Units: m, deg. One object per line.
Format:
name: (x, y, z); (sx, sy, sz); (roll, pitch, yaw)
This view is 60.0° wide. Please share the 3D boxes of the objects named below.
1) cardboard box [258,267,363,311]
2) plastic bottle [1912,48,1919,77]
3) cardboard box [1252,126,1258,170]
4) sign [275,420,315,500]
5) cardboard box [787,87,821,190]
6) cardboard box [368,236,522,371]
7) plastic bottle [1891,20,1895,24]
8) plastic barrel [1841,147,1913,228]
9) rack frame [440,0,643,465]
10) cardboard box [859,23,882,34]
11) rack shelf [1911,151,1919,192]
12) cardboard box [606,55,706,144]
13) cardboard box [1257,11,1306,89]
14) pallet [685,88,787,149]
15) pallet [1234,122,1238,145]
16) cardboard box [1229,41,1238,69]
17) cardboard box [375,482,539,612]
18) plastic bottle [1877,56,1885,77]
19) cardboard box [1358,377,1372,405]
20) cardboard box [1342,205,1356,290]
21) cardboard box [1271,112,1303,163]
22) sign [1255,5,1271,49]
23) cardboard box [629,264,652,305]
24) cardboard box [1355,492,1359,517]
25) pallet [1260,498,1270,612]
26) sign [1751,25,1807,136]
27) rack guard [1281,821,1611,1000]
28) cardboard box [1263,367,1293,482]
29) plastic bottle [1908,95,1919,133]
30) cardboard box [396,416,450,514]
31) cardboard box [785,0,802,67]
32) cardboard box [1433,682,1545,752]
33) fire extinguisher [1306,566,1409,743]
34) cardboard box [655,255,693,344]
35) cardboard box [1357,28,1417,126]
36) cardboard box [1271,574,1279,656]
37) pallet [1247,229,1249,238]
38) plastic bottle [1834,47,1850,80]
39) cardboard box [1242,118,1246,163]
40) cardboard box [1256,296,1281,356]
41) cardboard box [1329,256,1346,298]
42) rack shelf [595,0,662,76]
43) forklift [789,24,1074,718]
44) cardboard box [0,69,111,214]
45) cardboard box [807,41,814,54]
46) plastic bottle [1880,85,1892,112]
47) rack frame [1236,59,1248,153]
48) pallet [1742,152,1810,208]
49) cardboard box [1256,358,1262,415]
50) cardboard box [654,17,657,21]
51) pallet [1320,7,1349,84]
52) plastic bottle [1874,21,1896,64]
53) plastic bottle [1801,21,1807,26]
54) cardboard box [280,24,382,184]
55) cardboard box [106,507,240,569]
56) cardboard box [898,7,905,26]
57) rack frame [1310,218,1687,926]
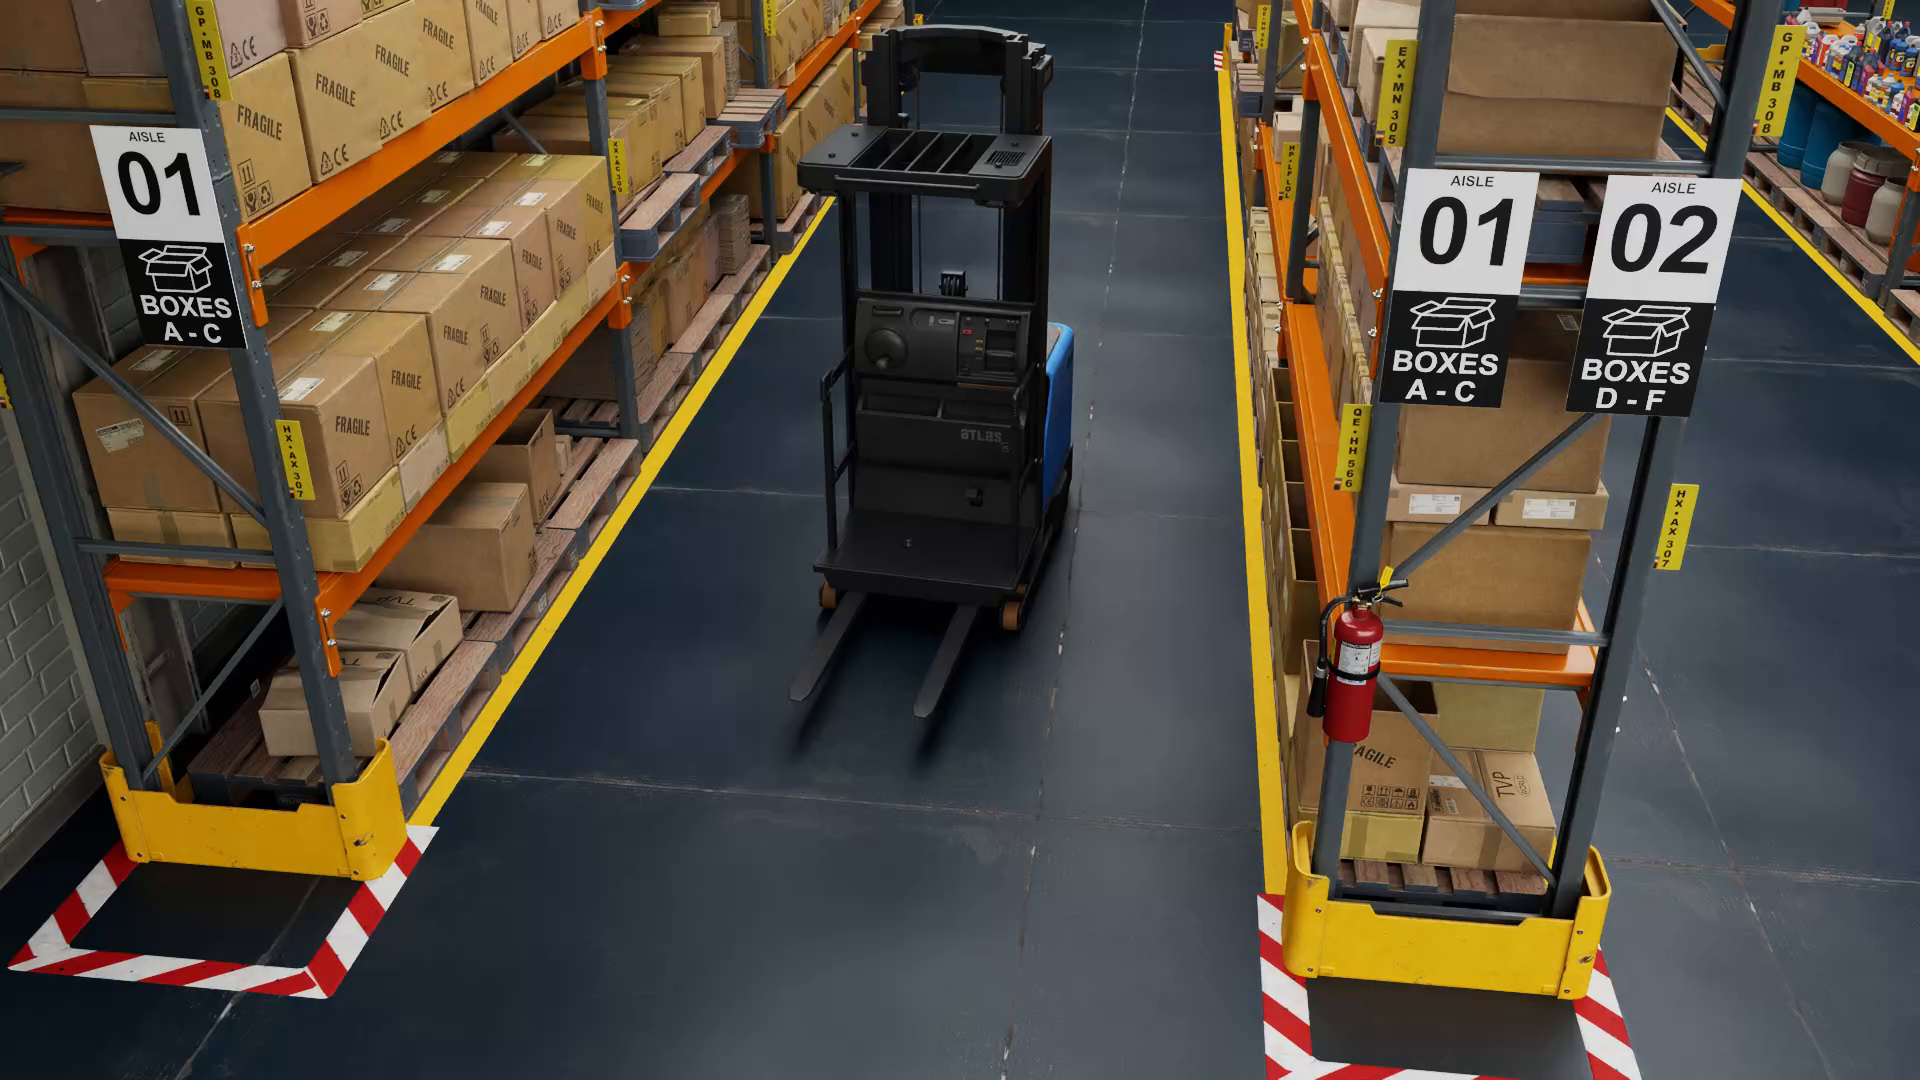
cardboard box: (-3.054, -0.935, 7.670); (0.500, 0.500, 0.500); (3, 28, 5)
plastic bottle: (8.392, -4.180, 14.478); (0.152, 0.276, 0.135); (3, 28, 6)
cardboard box: (2.750, -3.332, 14.153); (0.500, 0.250, 0.500); (4, 29, 8)
sign: (-2.493, -0.298, 6.228); (0.100, 0.325, 0.005); (3, 28, 6)
cardboard box: (-1.718, -3.703, 15.285); (0.750, 0.750, 0.750); (3, 28, 6)
cardboard box: (-2.483, -1.147, 8.063); (0.500, 0.500, 0.500); (4, 29, 8)
plastic bottle: (8.560, -4.654, 15.349); (0.061, 0.283, 0.133); (3, 28, 6)
plastic barrel: (7.962, -3.024, 14.301); (0.600, 0.588, 0.708); (3, 28, 6)
rack frame: (-2.542, -1.831, 9.986); (1.000, 3.000, 0.127); (3, 28, 6)
cardboard box: (-1.081, -5.709, 18.694); (0.380, 0.149, 0.250); (3, 28, 5)
rack shelf: (7.536, -1.880, 10.836); (1.077, 0.370, 4.000); (3, 28, 6)
cardboard box: (-2.230, -3.142, 11.850); (0.700, 0.500, 0.500); (3, 28, 6)
cardboard box: (2.831, -3.960, 13.389); (0.700, 0.500, 0.500); (-6, 29, -11)
pallet: (-2.033, -3.288, 12.893); (1.213, 0.211, 1.003); (3, 28, 6)
pallet: (3.441, -4.406, 17.706); (1.003, 0.211, 1.213); (3, 28, 6)
cardboard box: (3.436, -5.702, 19.606); (0.500, 0.250, 0.500); (3, 28, 6)
cardboard box: (-2.648, 0.027, 8.708); (0.700, 0.500, 0.500); (2, 28, 3)
plastic bottle: (7.713, -3.919, 13.984); (0.061, 0.283, 0.133); (3, 28, 6)
cardboard box: (1.838, -0.545, 6.809); (0.380, 0.149, 0.250); (4, 29, 7)
cardboard box: (2.204, -1.477, 7.856); (0.700, 0.500, 0.500); (3, 28, 6)
cardboard box: (2.564, -2.979, 12.211); (0.500, 0.311, 0.500); (3, 28, 6)
sign: (2.326, -3.930, 12.745); (0.100, 0.325, 0.005); (3, 28, 6)
cardboard box: (-2.417, -1.809, 11.327); (0.500, 0.250, 0.500); (3, 28, 5)
cardboard box: (2.015, -0.173, 6.802); (0.700, 0.500, 0.500); (4, 29, 8)
pallet: (2.236, 0.054, 9.426); (1.003, 0.211, 1.213); (3, 28, 6)
sign: (2.435, -1.367, 4.958); (0.100, 0.325, 0.005); (3, 28, 6)
rack guard: (1.882, 1.450, 6.532); (1.175, 0.500, 0.348); (3, 28, 6)
cardboard box: (2.008, -0.649, 9.458); (0.500, 0.500, 0.500); (3, 28, 6)
plastic bottle: (7.407, -3.302, 12.840); (0.061, 0.283, 0.133); (3, 28, 6)
cardboard box: (-2.607, -0.348, 7.370); (0.500, 0.250, 0.500); (2, 28, 5)
cardboard box: (-1.665, -4.358, 14.236); (0.500, 0.500, 0.500); (4, 29, 8)
cardboard box: (2.231, 0.558, 7.217); (0.500, 0.500, 0.500); (3, 28, 6)
fire extinguisher: (1.410, 0.401, 5.925); (0.296, 0.674, 0.183); (3, 28, 6)
cardboard box: (-2.352, -1.756, 12.018); (0.700, 0.500, 0.500); (4, 29, 7)
cardboard box: (1.765, -1.721, 6.186); (0.500, 0.250, 0.500); (3, 28, 6)
cardboard box: (1.829, 0.387, 8.325); (0.500, 0.250, 0.500); (3, 28, 6)
pallet: (2.994, -2.549, 14.260); (1.003, 0.211, 1.213); (3, 28, 6)
plastic bottle: (7.641, -4.125, 14.380); (0.097, 0.271, 0.097); (0, 28, 0)
cardboard box: (3.000, -3.939, 16.070); (0.500, 0.500, 0.500); (4, 29, 7)
cardboard box: (2.261, -1.454, 11.151); (0.500, 0.311, 0.500); (3, 28, 6)
cardboard box: (2.026, -1.278, 8.171); (0.380, 0.149, 0.250); (2, 28, 5)
rack shelf: (-2.297, -3.776, 11.193); (1.077, 0.370, 4.000); (3, 28, 6)
forklift: (-0.141, -1.002, 8.520); (1.130, 2.935, 3.031); (6, 29, 11)
cardboard box: (-3.232, -1.533, 6.143); (0.500, 0.500, 0.500); (5, 29, 10)
cardboard box: (-1.565, -4.600, 15.369); (0.380, 0.149, 0.250); (4, 29, 8)
plastic bottle: (7.503, -3.565, 13.415); (0.097, 0.201, 0.097); (0, 28, 0)
rack frame: (3.355, -5.311, 16.445); (1.000, 3.000, 0.127); (3, 28, 6)
pallet: (8.135, -3.433, 15.899); (1.003, 0.211, 1.213); (3, 28, 6)
cardboard box: (2.202, -0.969, 10.843); (0.500, 0.250, 0.500); (3, 28, 5)
cardboard box: (-2.255, -4.135, 13.823); (0.500, 0.500, 0.500); (4, 29, 7)
pallet: (2.296, -2.424, 8.017); (1.003, 0.211, 1.213); (3, 28, 6)
plastic bottle: (8.317, -4.469, 14.935); (0.144, 0.351, 0.185); (3, 28, 6)
plastic bottle: (7.778, -4.653, 15.359); (0.097, 0.271, 0.097); (0, 28, 0)
cardboard box: (-2.641, -1.715, 6.482); (0.500, 0.500, 0.500); (5, 29, 10)
cardboard box: (-3.167, -0.122, 6.952); (0.500, 0.250, 0.500); (4, 29, 7)
cardboard box: (-1.058, -6.229, 20.342); (0.700, 0.500, 0.500); (3, 28, 6)
rack frame: (1.885, 0.338, 5.960); (1.000, 3.000, 0.127); (3, 28, 6)
